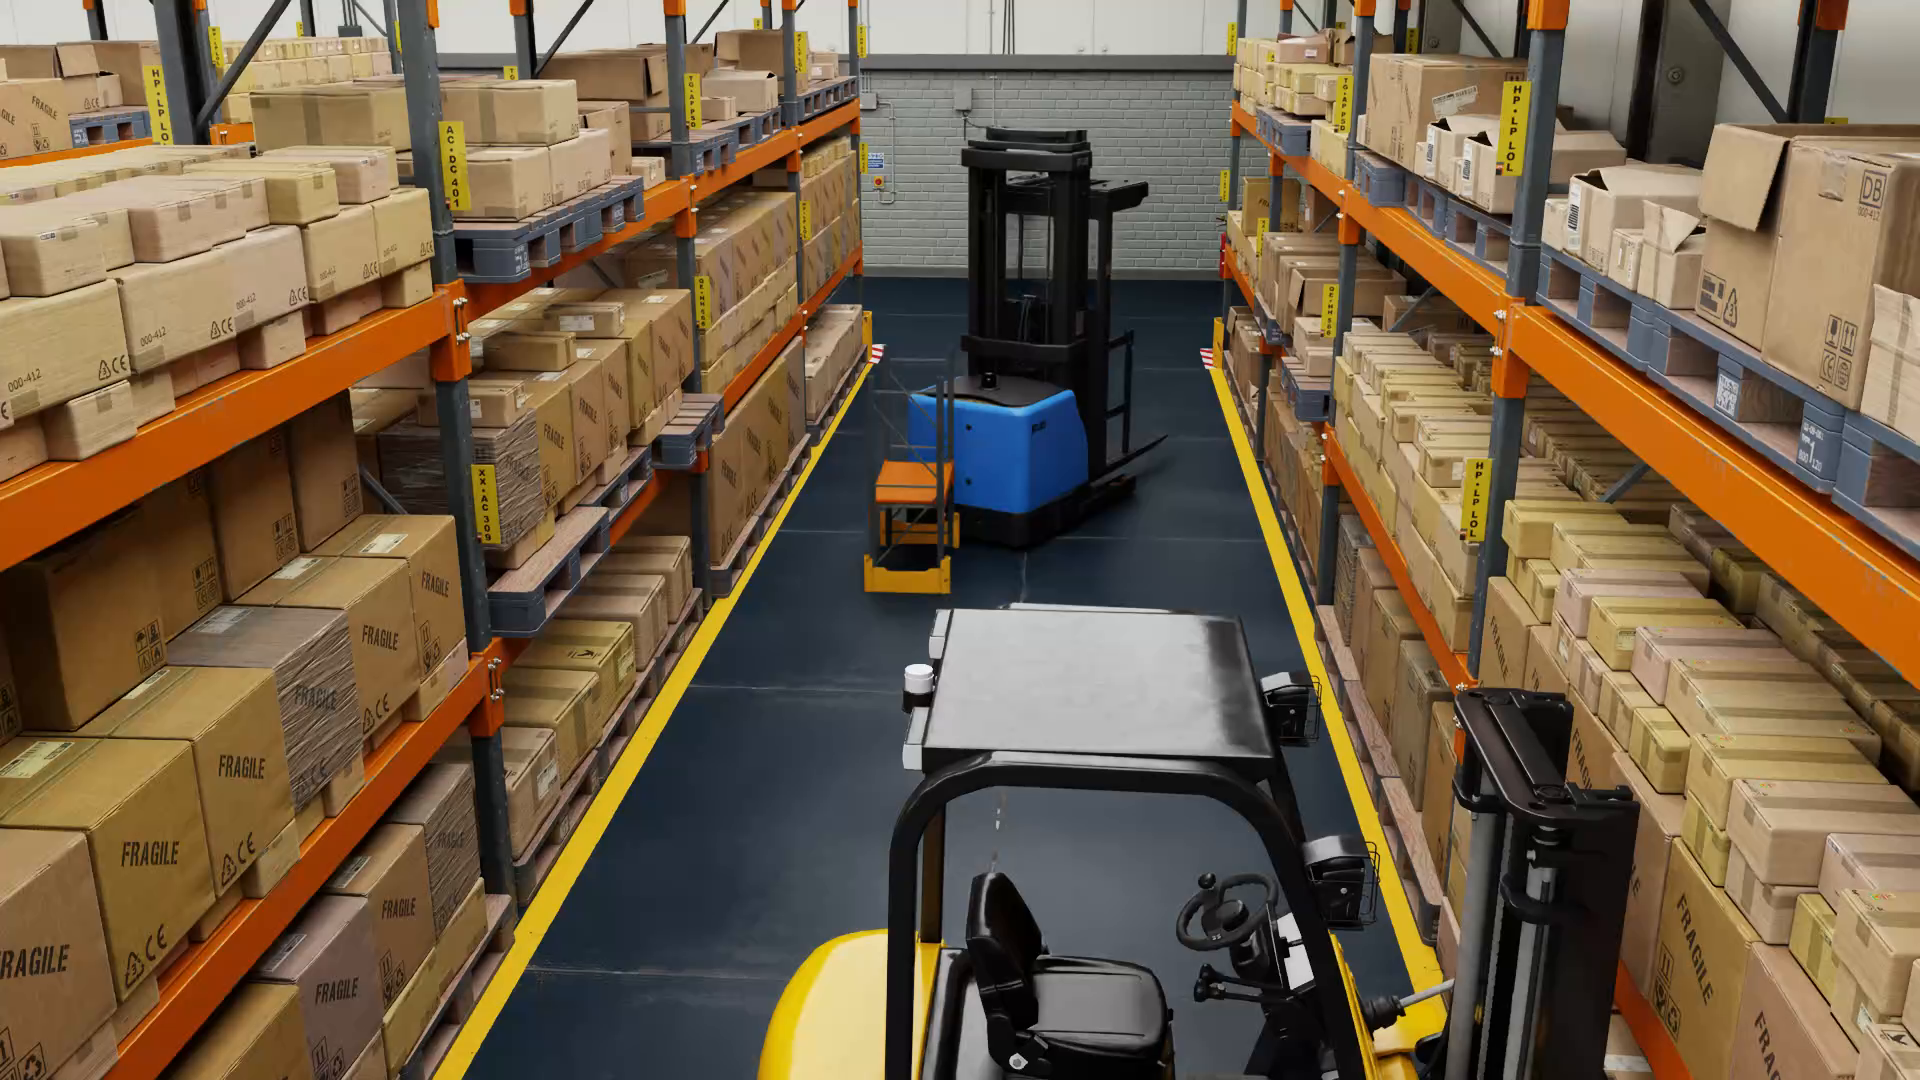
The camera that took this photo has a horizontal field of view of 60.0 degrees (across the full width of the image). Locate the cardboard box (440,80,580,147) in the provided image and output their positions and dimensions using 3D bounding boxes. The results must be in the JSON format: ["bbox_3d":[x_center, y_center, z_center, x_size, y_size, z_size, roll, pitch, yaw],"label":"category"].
[{"bbox_3d":[-1.973,-1.859,7.226,0.500,0.250,0.500,1,18,3],"label":"cardboard box"}]

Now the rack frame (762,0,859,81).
[{"bbox_3d":[-1.580,-6.318,17.253,1.000,3.000,0.127,1,18,4],"label":"rack frame"}]

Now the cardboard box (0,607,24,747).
[{"bbox_3d":[-2.931,0.357,4.273,0.700,0.500,0.500,1,18,3],"label":"cardboard box"}]

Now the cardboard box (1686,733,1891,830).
[{"bbox_3d":[2.031,0.600,4.095,0.380,0.149,0.250,2,18,5],"label":"cardboard box"}]

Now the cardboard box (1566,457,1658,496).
[{"bbox_3d":[2.840,-0.251,7.168,0.380,0.149,0.250,1,18,4],"label":"cardboard box"}]

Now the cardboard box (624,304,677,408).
[{"bbox_3d":[-1.935,-1.063,9.537,0.500,0.500,0.500,1,18,3],"label":"cardboard box"}]

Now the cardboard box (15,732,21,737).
[{"bbox_3d":[-2.828,0.671,4.921,0.500,0.500,0.500,1,18,5],"label":"cardboard box"}]

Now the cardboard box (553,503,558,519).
[{"bbox_3d":[-2.115,-0.152,7.799,0.380,0.149,0.250,2,18,7],"label":"cardboard box"}]

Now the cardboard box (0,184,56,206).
[{"bbox_3d":[-2.827,-0.929,4.747,0.380,0.149,0.250,1,18,3],"label":"cardboard box"}]

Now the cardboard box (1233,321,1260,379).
[{"bbox_3d":[3.133,-1.917,16.796,0.700,0.500,0.500,2,18,6],"label":"cardboard box"}]

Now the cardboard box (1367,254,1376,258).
[{"bbox_3d":[3.389,-2.333,14.490,0.500,0.250,0.500,1,18,3],"label":"cardboard box"}]

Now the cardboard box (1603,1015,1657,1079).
[{"bbox_3d":[2.047,1.621,4.795,0.500,0.250,0.500,1,18,3],"label":"cardboard box"}]

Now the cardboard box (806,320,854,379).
[{"bbox_3d":[-1.585,-1.958,17.021,0.875,0.438,0.875,2,18,5],"label":"cardboard box"}]

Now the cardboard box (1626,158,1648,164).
[{"bbox_3d":[2.666,-1.524,7.007,0.380,0.149,0.250,1,18,4],"label":"cardboard box"}]

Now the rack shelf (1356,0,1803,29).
[{"bbox_3d":[2.654,-2.571,7.615,1.077,0.370,4.000,1,18,4],"label":"rack shelf"}]

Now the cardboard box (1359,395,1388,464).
[{"bbox_3d":[2.429,-0.589,8.842,0.500,0.250,0.500,1,18,3],"label":"cardboard box"}]

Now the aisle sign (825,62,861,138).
[{"bbox_3d":[-1.266,-4.718,17.830,0.394,0.787,0.004,1,18,4],"label":"aisle sign"}]

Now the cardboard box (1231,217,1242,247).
[{"bbox_3d":[3.034,-3.136,16.940,0.500,0.250,0.500,1,18,5],"label":"cardboard box"}]

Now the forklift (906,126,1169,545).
[{"bbox_3d":[0.775,-1.761,13.091,1.130,2.935,3.031,10,21,29],"label":"forklift"}]

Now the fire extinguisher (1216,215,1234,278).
[{"bbox_3d":[2.921,-3.200,18.094,0.296,0.674,0.183,1,18,4],"label":"fire extinguisher"}]

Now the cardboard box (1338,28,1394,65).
[{"bbox_3d":[3.145,-3.827,12.894,0.396,0.266,0.258,1,18,4],"label":"cardboard box"}]

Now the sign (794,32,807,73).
[{"bbox_3d":[-1.325,-4.037,13.772,0.100,0.325,0.005,1,18,4],"label":"sign"}]

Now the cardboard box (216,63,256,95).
[{"bbox_3d":[-6.538,-4.040,14.556,0.500,0.250,0.500,2,18,6],"label":"cardboard box"}]

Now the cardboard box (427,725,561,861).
[{"bbox_3d":[-2.405,1.146,7.654,0.950,0.372,0.625,2,18,5],"label":"cardboard box"}]

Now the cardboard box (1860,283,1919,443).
[{"bbox_3d":[1.999,-0.340,3.207,0.396,0.266,0.258,1,18,4],"label":"cardboard box"}]

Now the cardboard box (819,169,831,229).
[{"bbox_3d":[-1.501,-3.206,15.623,0.500,0.500,0.500,2,18,5],"label":"cardboard box"}]

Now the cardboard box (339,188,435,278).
[{"bbox_3d":[-2.204,-1.092,5.885,0.500,0.250,0.500,1,18,3],"label":"cardboard box"}]

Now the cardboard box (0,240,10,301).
[{"bbox_3d":[-2.402,-0.599,3.740,0.380,0.149,0.250,1,18,4],"label":"cardboard box"}]

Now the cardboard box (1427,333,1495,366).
[{"bbox_3d":[2.976,-1.123,9.831,0.380,0.149,0.250,2,18,6],"label":"cardboard box"}]

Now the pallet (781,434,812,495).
[{"bbox_3d":[-1.847,-0.659,14.094,1.003,0.211,1.213,1,18,4],"label":"pallet"}]

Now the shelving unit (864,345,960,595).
[{"bbox_3d":[-0.327,-0.515,11.585,0.587,1.500,1.083,1,18,3],"label":"shelving unit"}]

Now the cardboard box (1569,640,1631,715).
[{"bbox_3d":[2.106,0.425,5.106,0.380,0.149,0.250,1,18,3],"label":"cardboard box"}]

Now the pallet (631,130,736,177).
[{"bbox_3d":[-2.160,-2.520,10.781,1.213,0.211,1.003,2,18,6],"label":"pallet"}]

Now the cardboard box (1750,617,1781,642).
[{"bbox_3d":[2.753,0.361,5.302,0.380,0.149,0.250,1,18,4],"label":"cardboard box"}]

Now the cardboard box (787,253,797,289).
[{"bbox_3d":[-1.656,-2.249,13.907,0.500,0.250,0.500,1,18,4],"label":"cardboard box"}]

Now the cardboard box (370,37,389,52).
[{"bbox_3d":[-6.255,-5.218,17.510,0.380,0.149,0.250,1,18,3],"label":"cardboard box"}]

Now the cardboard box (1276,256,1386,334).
[{"bbox_3d":[2.733,-1.813,12.302,0.700,0.500,0.500,1,18,4],"label":"cardboard box"}]

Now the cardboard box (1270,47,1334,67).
[{"bbox_3d":[2.880,-4.011,13.988,0.500,0.250,0.500,1,18,4],"label":"cardboard box"}]

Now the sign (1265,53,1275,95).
[{"bbox_3d":[2.543,-3.796,13.544,0.100,0.325,0.005,1,18,4],"label":"sign"}]

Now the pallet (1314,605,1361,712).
[{"bbox_3d":[2.700,0.707,9.927,1.003,0.211,1.213,1,18,4],"label":"pallet"}]

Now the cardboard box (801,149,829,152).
[{"bbox_3d":[-1.480,-3.704,16.101,0.380,0.149,0.250,2,18,6],"label":"cardboard box"}]

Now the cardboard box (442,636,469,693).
[{"bbox_3d":[-2.159,0.486,6.527,0.380,0.149,0.250,1,18,3],"label":"cardboard box"}]

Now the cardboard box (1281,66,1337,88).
[{"bbox_3d":[2.625,-3.484,12.512,0.380,0.149,0.250,1,18,3],"label":"cardboard box"}]

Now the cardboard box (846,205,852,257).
[{"bbox_3d":[-1.402,-3.204,17.222,0.500,0.500,0.500,1,18,3],"label":"cardboard box"}]

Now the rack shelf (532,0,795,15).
[{"bbox_3d":[-2.010,-3.923,11.741,1.077,0.370,4.000,1,18,4],"label":"rack shelf"}]

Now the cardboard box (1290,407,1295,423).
[{"bbox_3d":[2.782,-1.000,12.956,0.380,0.149,0.250,1,18,4],"label":"cardboard box"}]

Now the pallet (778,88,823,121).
[{"bbox_3d":[-1.798,-3.862,14.718,1.003,0.211,1.213,1,18,4],"label":"pallet"}]

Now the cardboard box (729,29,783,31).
[{"bbox_3d":[-1.874,-4.565,15.723,0.500,0.500,0.500,2,18,5],"label":"cardboard box"}]

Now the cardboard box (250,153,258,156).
[{"bbox_3d":[-6.447,-3.420,15.799,0.500,0.500,0.500,2,18,5],"label":"cardboard box"}]

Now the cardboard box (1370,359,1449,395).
[{"bbox_3d":[2.464,-0.892,9.124,0.380,0.149,0.250,1,18,5],"label":"cardboard box"}]

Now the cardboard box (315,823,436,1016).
[{"bbox_3d":[-2.250,1.358,5.998,0.500,0.500,0.500,2,18,5],"label":"cardboard box"}]

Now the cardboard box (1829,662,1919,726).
[{"bbox_3d":[2.616,0.453,4.543,0.380,0.149,0.250,2,18,5],"label":"cardboard box"}]

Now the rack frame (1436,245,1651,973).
[{"bbox_3d":[2.511,0.369,6.479,1.000,3.000,0.127,1,18,4],"label":"rack frame"}]

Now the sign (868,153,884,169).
[{"bbox_3d":[-1.243,-5.368,23.553,0.327,0.218,0.001,1,18,4],"label":"sign"}]

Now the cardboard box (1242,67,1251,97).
[{"bbox_3d":[3.002,-4.404,15.993,0.500,0.250,0.500,1,18,2],"label":"cardboard box"}]

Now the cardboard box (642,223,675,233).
[{"bbox_3d":[-2.307,-1.985,11.898,0.500,0.500,0.500,1,18,4],"label":"cardboard box"}]
